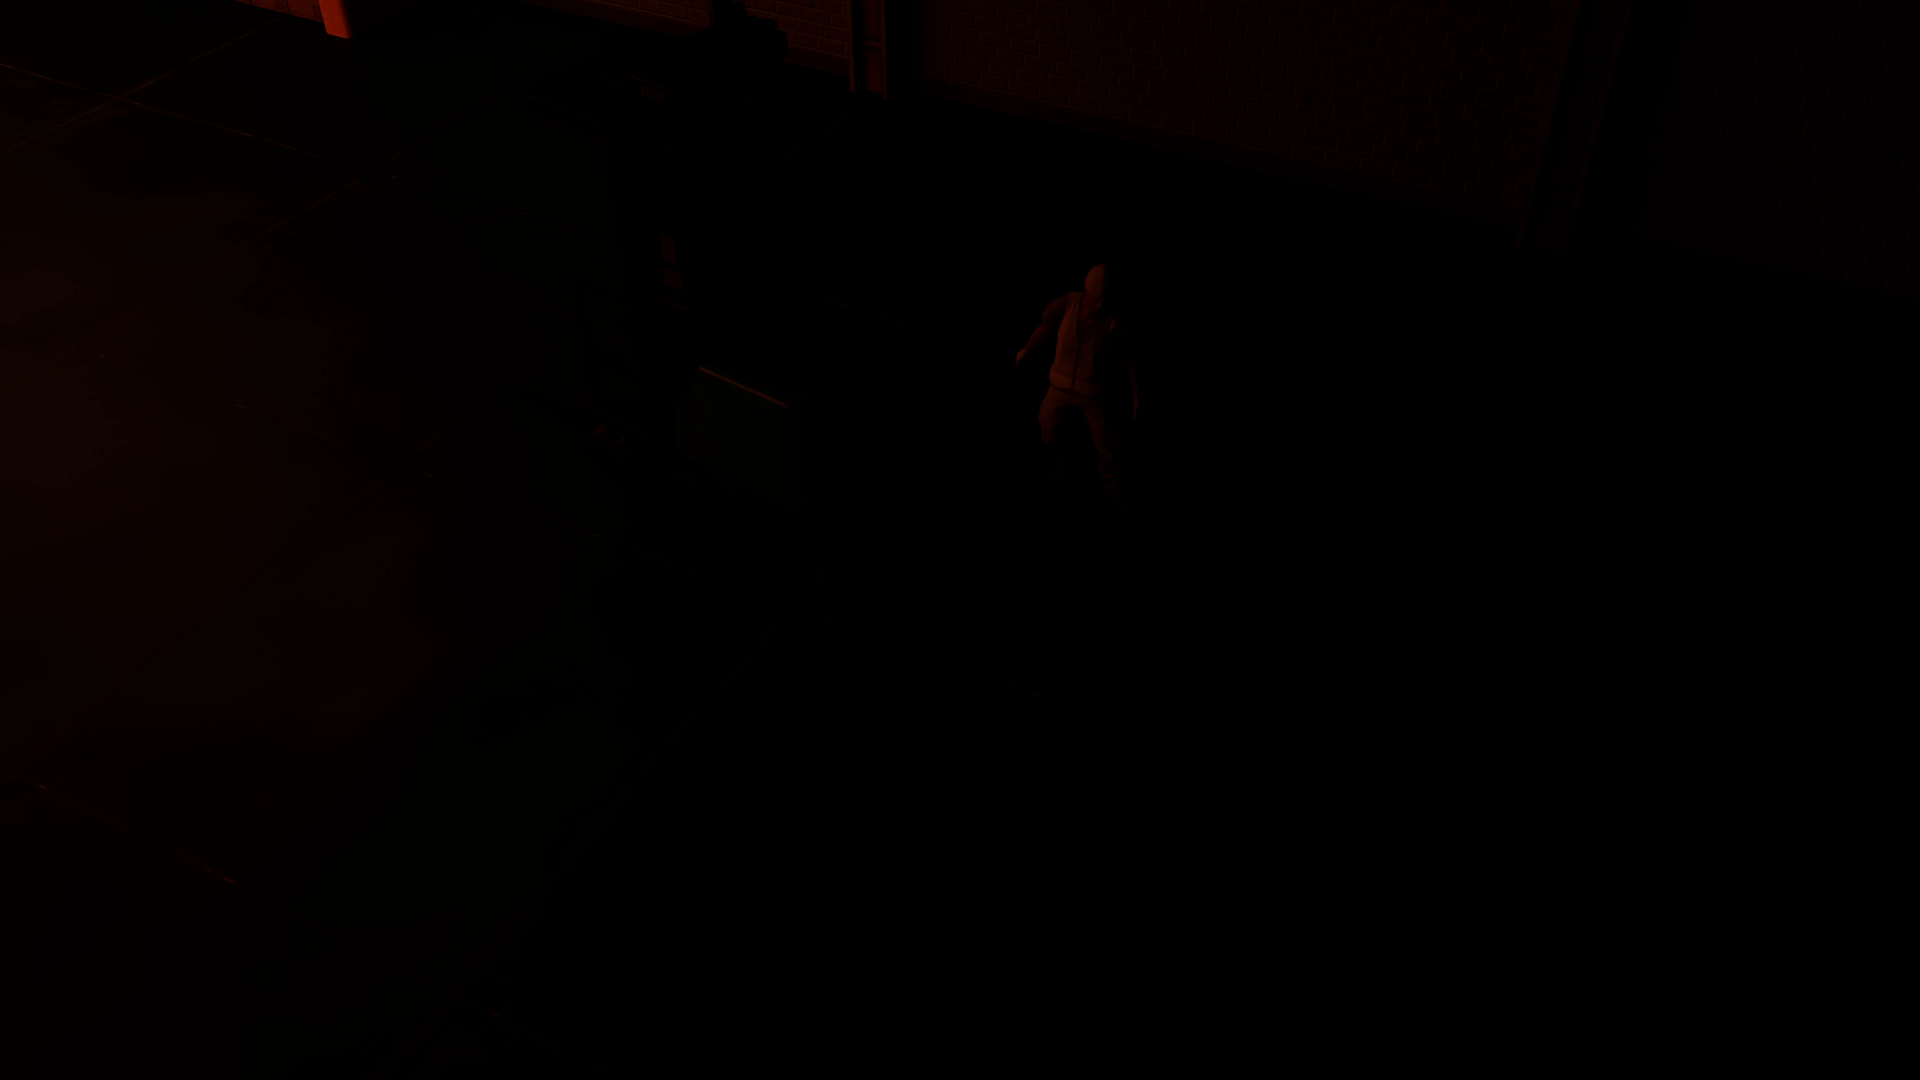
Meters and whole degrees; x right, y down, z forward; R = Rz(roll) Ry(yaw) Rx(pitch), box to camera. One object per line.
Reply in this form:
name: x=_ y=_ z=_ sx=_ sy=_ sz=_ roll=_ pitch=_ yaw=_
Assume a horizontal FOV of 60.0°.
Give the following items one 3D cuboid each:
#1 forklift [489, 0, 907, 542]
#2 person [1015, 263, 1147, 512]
forklift: x=-1.832 y=-1.870 z=10.207 sx=3.031 sy=2.935 sz=1.130 roll=25 pitch=46 yaw=27
person: x=0.739 y=-0.983 z=10.130 sx=0.894 sy=1.729 sz=0.503 roll=17 pitch=43 yaw=20
